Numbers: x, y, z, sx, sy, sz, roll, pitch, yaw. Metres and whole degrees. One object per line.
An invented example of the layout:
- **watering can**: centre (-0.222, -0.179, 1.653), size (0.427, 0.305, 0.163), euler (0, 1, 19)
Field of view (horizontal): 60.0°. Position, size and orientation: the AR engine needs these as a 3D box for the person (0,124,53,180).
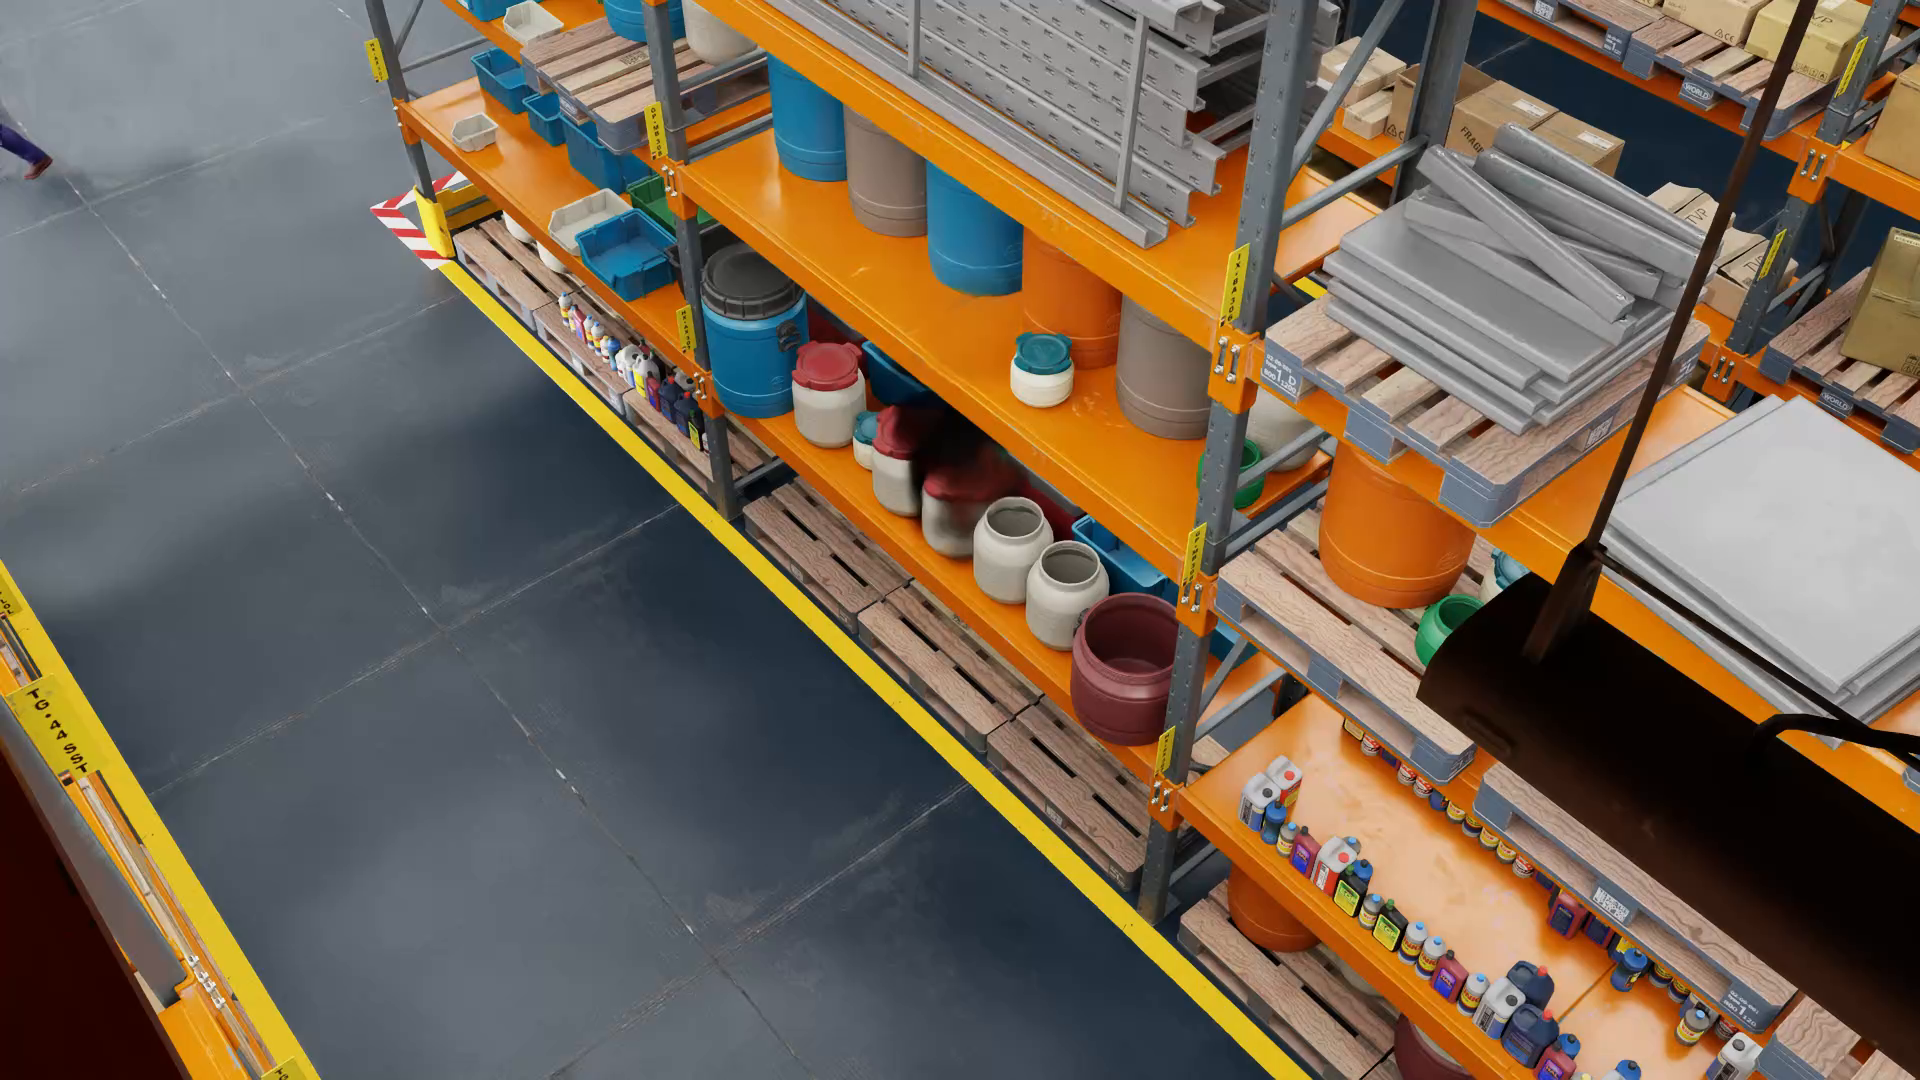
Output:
- **person**: centre (-7.907, -3.556, 13.212), size (0.838, 1.694, 0.580), euler (-9, 47, -9)
